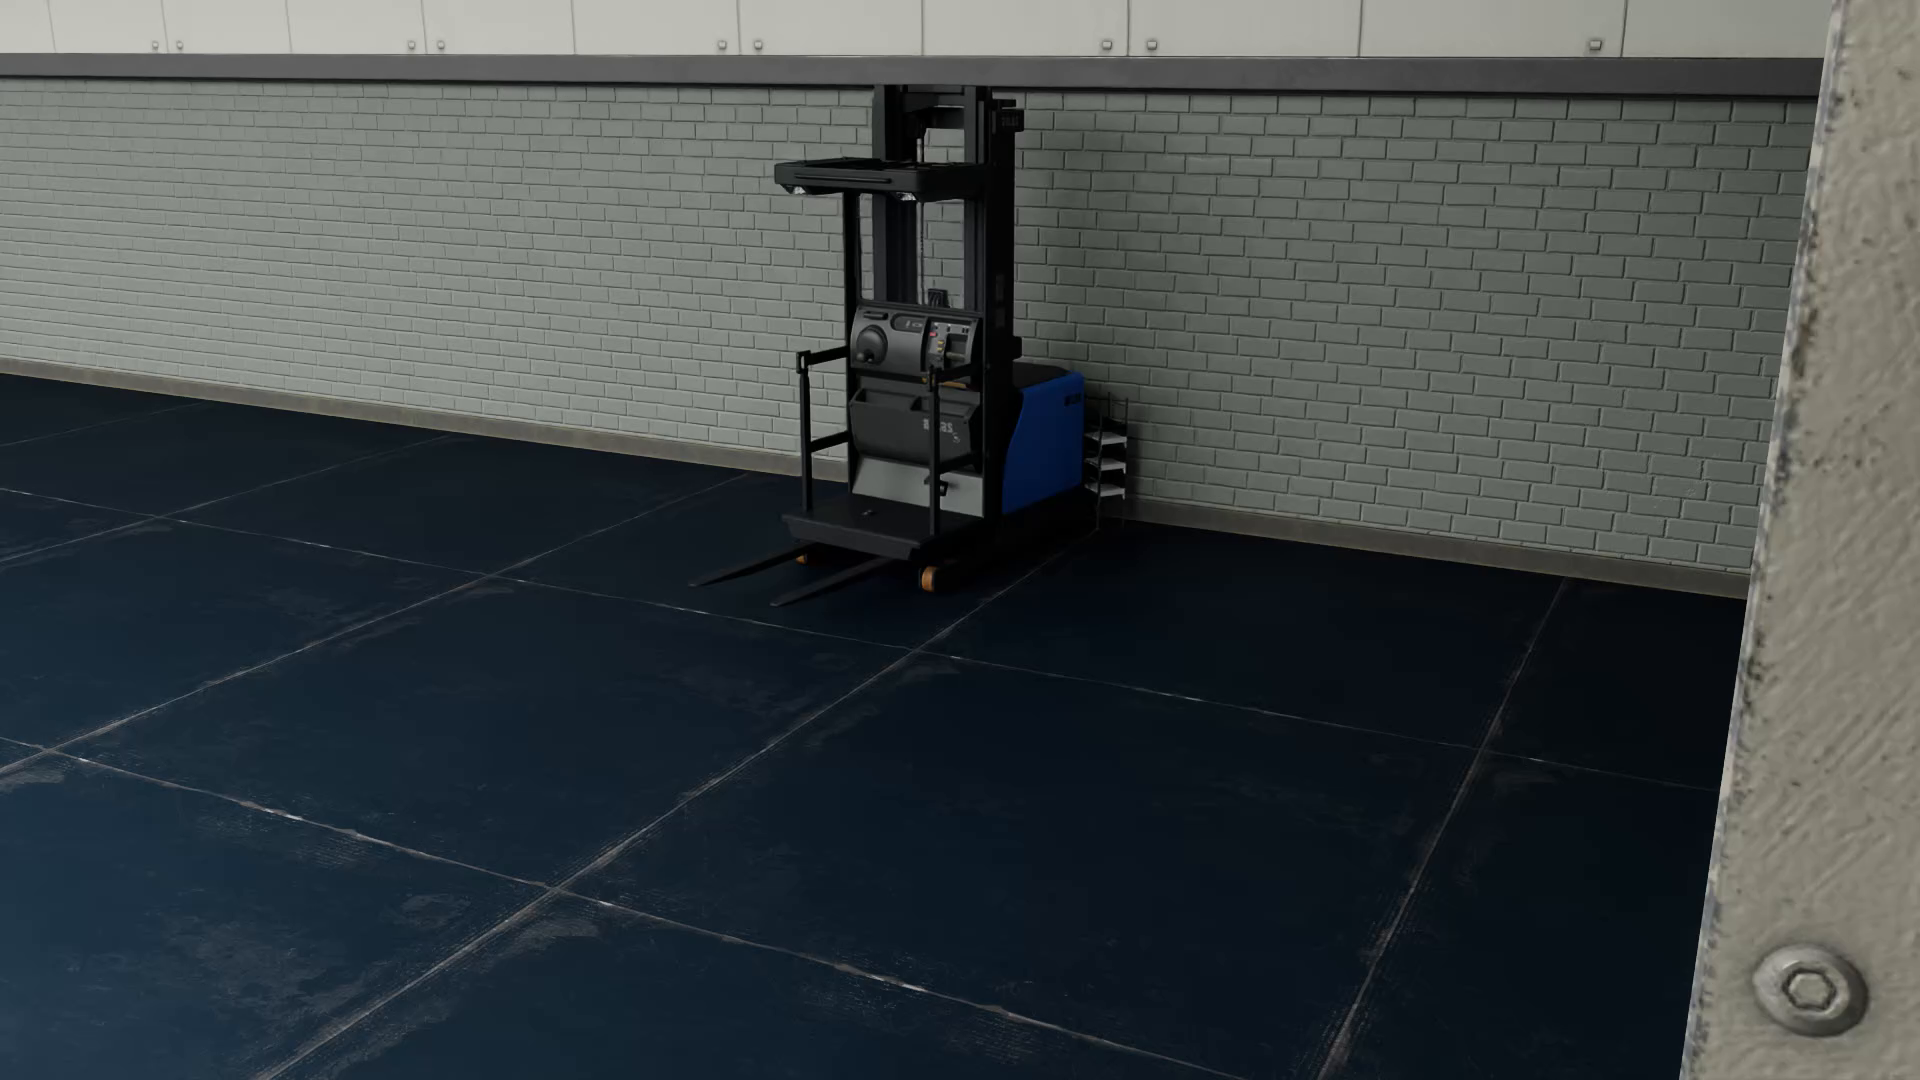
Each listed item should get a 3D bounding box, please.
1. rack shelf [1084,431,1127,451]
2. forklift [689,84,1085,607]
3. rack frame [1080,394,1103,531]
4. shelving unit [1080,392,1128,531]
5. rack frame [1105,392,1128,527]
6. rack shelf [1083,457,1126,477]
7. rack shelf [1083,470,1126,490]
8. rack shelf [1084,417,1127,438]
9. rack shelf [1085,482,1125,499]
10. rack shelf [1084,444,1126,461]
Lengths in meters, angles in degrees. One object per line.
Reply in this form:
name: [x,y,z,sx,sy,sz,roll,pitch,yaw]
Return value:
rack shelf: [0.979,-0.679,11.285,0.200,0.077,0.258,-8,18,-26]
forklift: [-0.406,-1.239,10.121,1.130,2.935,3.031,11,20,33]
rack frame: [0.888,-0.525,11.282,0.006,0.900,0.240,-8,18,-26]
shelving unit: [0.979,-0.538,11.327,0.210,0.900,0.258,-8,18,-26]
rack frame: [1.069,-0.551,11.372,0.006,0.900,0.240,-8,18,-26]
rack shelf: [0.978,-0.506,11.336,0.200,0.077,0.258,-8,18,-26]
rack shelf: [0.978,-0.420,11.362,0.200,0.077,0.258,-8,18,-26]
rack shelf: [0.980,-0.765,11.260,0.200,0.077,0.258,-8,18,-26]
rack shelf: [0.978,-0.334,11.387,0.200,0.077,0.258,-8,18,-26]
rack shelf: [0.979,-0.593,11.311,0.200,0.077,0.258,-8,18,-26]
